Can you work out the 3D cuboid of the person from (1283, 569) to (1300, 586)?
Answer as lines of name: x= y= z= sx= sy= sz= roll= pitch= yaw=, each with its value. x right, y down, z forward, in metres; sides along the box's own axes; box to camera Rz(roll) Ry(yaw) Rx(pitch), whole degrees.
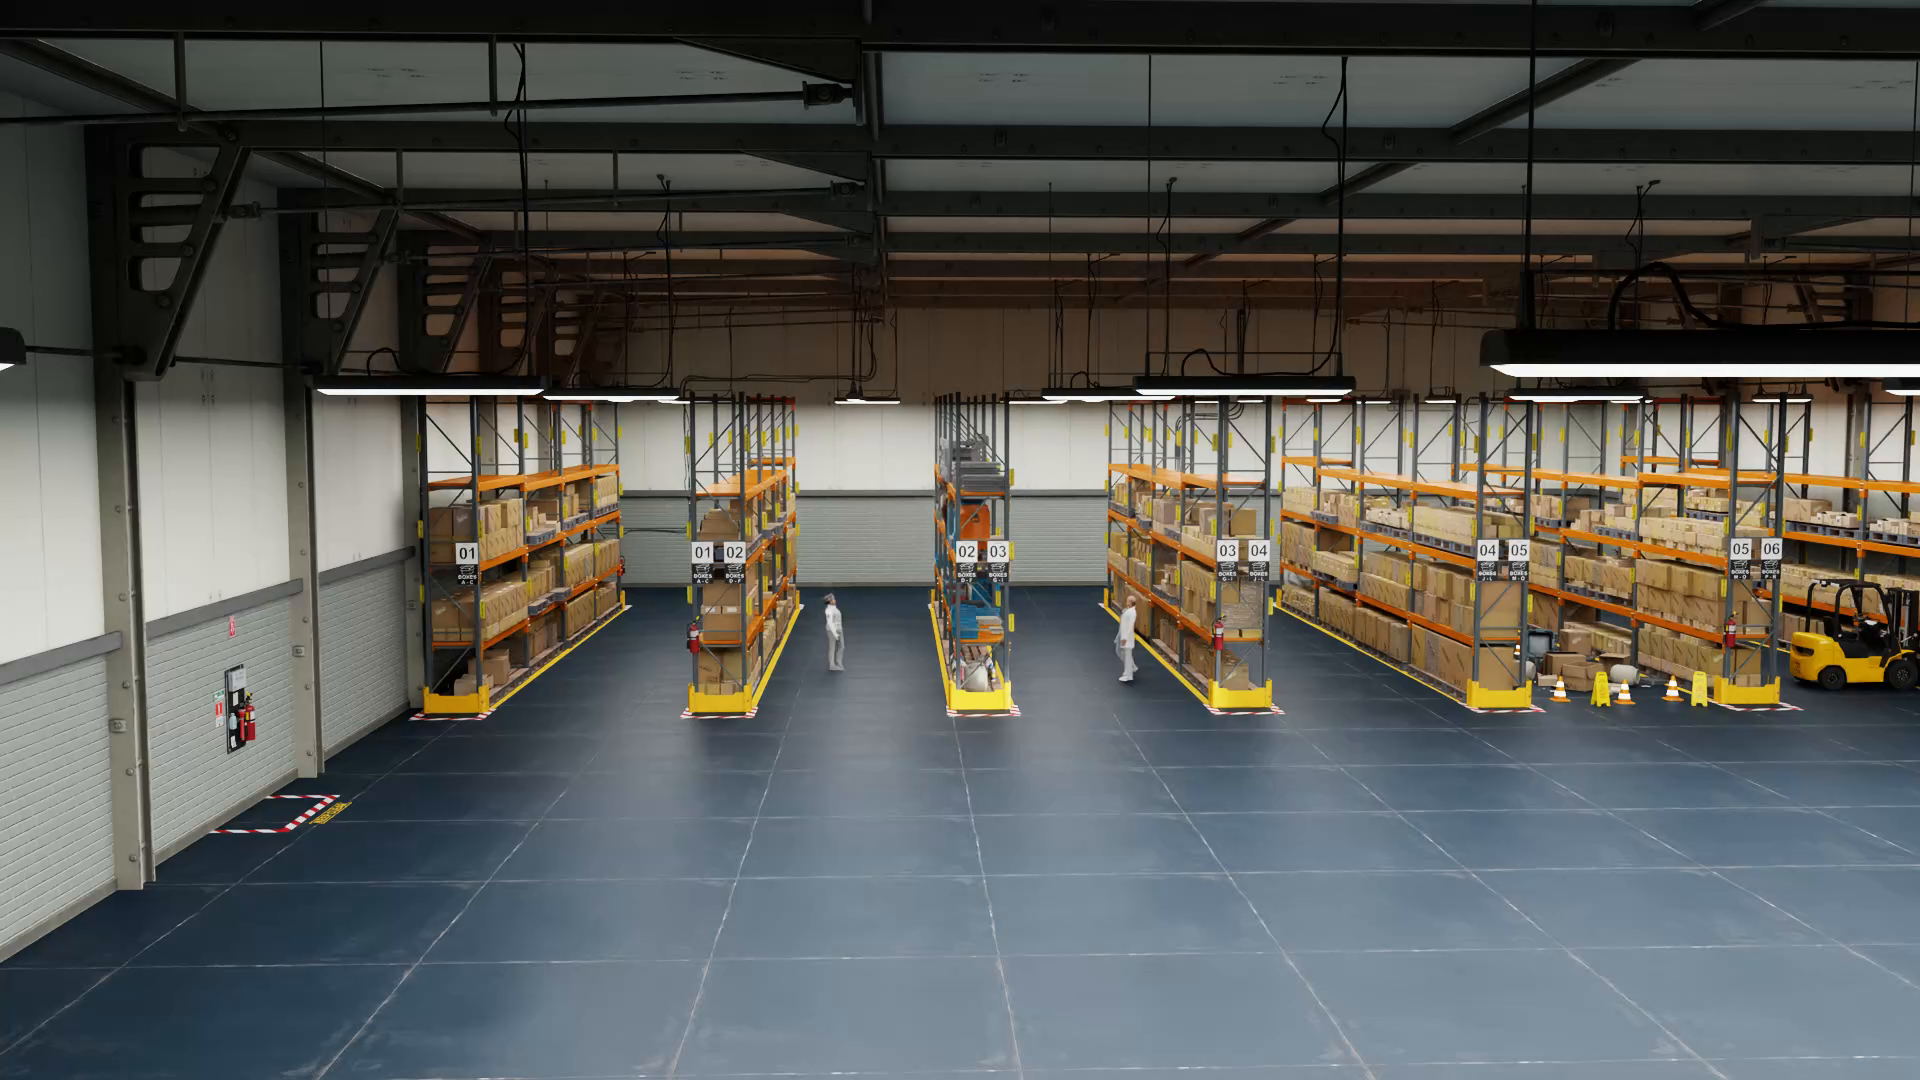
person: x=9.967 y=0.813 z=50.141 sx=0.571 sy=1.756 sz=0.545 roll=-4 pitch=6 yaw=-44

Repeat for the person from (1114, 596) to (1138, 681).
person: x=3.519 y=2.085 z=34.892 sx=0.535 sy=1.677 sz=0.665 roll=-1 pitch=5 yaw=-12

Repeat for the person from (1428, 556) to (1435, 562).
person: x=12.825 y=1.262 z=45.366 sx=0.429 sy=1.673 sz=0.475 roll=0 pitch=5 yaw=1

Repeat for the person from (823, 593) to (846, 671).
person: x=-2.709 y=2.015 z=36.070 sx=0.471 sy=1.757 sz=0.526 roll=4 pitch=6 yaw=38
